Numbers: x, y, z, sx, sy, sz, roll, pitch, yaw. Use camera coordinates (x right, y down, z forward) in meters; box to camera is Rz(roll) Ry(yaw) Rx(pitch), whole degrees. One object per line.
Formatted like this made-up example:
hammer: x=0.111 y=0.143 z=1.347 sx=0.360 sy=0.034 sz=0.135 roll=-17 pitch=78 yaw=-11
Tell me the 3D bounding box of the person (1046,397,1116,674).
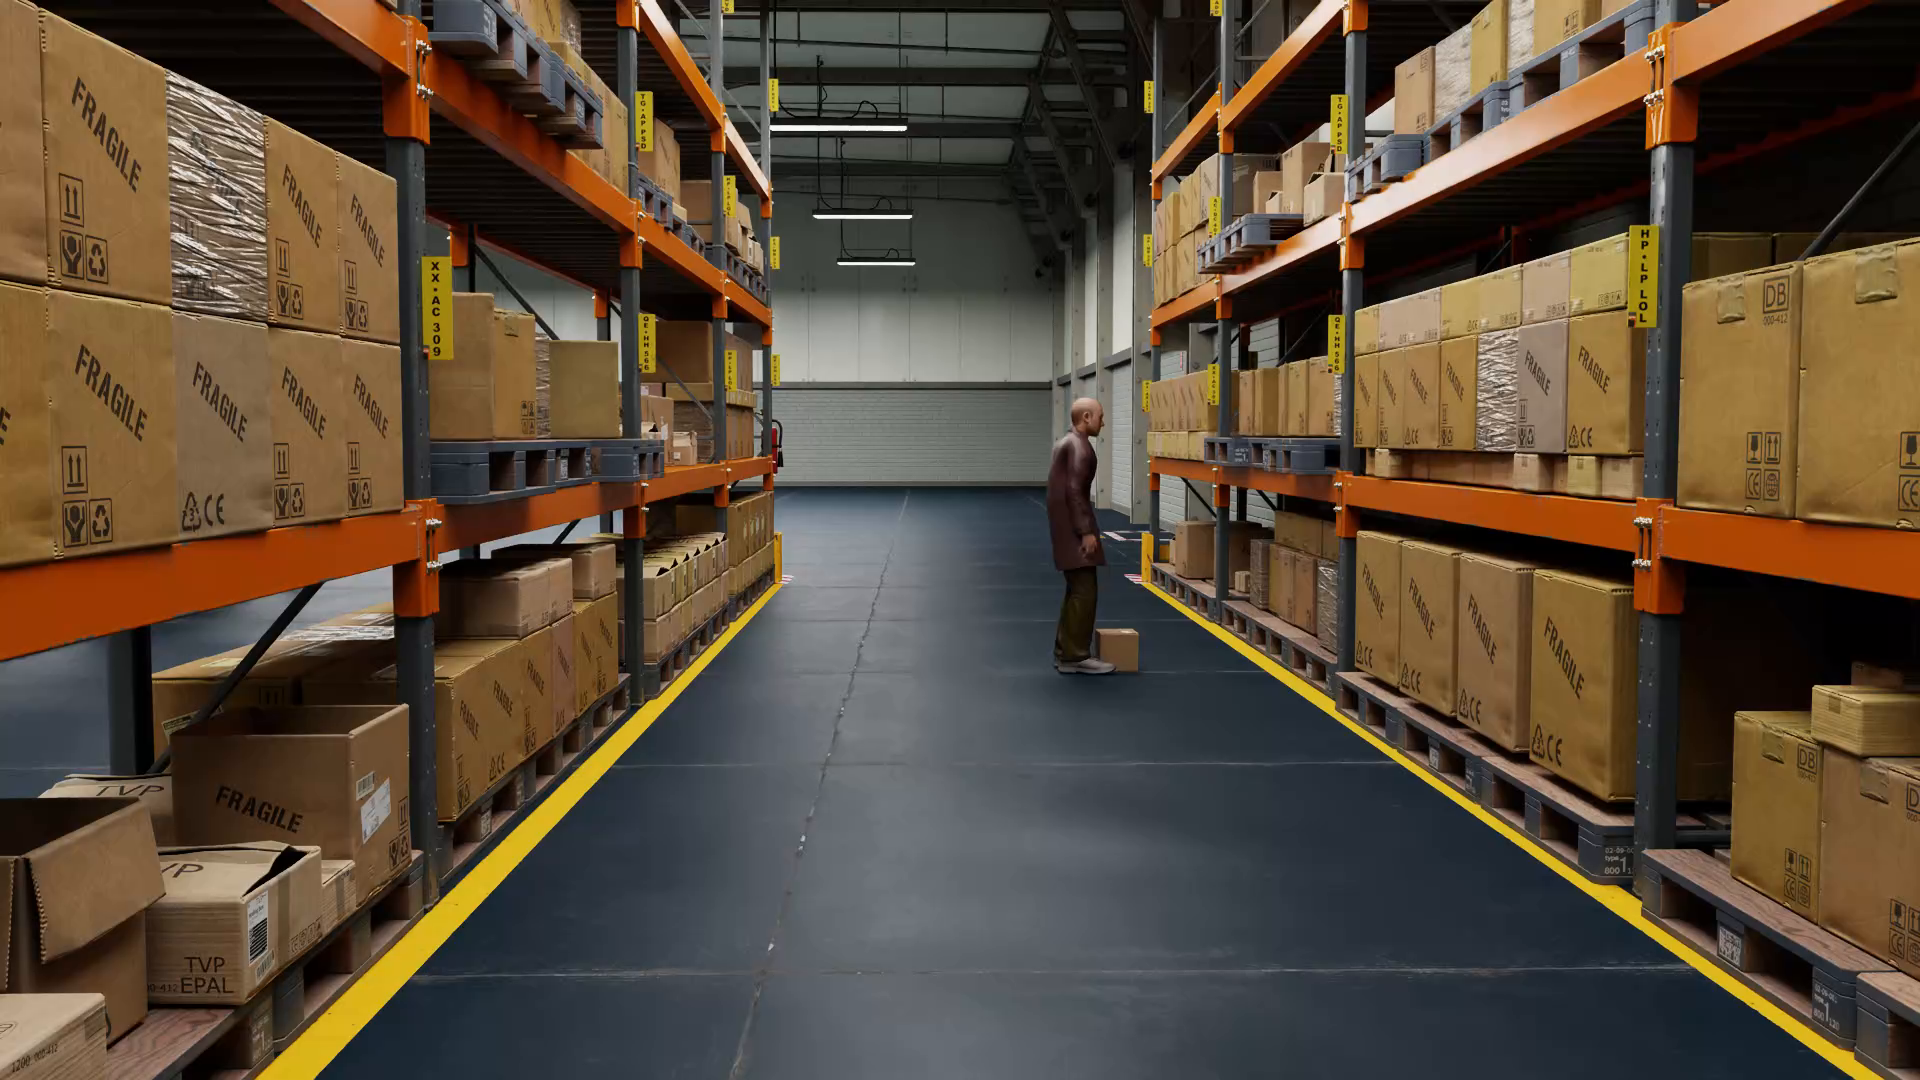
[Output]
person: x=0.774 y=-0.039 z=10.816 sx=0.424 sy=1.773 sz=0.640 roll=0 pitch=4 yaw=-3
